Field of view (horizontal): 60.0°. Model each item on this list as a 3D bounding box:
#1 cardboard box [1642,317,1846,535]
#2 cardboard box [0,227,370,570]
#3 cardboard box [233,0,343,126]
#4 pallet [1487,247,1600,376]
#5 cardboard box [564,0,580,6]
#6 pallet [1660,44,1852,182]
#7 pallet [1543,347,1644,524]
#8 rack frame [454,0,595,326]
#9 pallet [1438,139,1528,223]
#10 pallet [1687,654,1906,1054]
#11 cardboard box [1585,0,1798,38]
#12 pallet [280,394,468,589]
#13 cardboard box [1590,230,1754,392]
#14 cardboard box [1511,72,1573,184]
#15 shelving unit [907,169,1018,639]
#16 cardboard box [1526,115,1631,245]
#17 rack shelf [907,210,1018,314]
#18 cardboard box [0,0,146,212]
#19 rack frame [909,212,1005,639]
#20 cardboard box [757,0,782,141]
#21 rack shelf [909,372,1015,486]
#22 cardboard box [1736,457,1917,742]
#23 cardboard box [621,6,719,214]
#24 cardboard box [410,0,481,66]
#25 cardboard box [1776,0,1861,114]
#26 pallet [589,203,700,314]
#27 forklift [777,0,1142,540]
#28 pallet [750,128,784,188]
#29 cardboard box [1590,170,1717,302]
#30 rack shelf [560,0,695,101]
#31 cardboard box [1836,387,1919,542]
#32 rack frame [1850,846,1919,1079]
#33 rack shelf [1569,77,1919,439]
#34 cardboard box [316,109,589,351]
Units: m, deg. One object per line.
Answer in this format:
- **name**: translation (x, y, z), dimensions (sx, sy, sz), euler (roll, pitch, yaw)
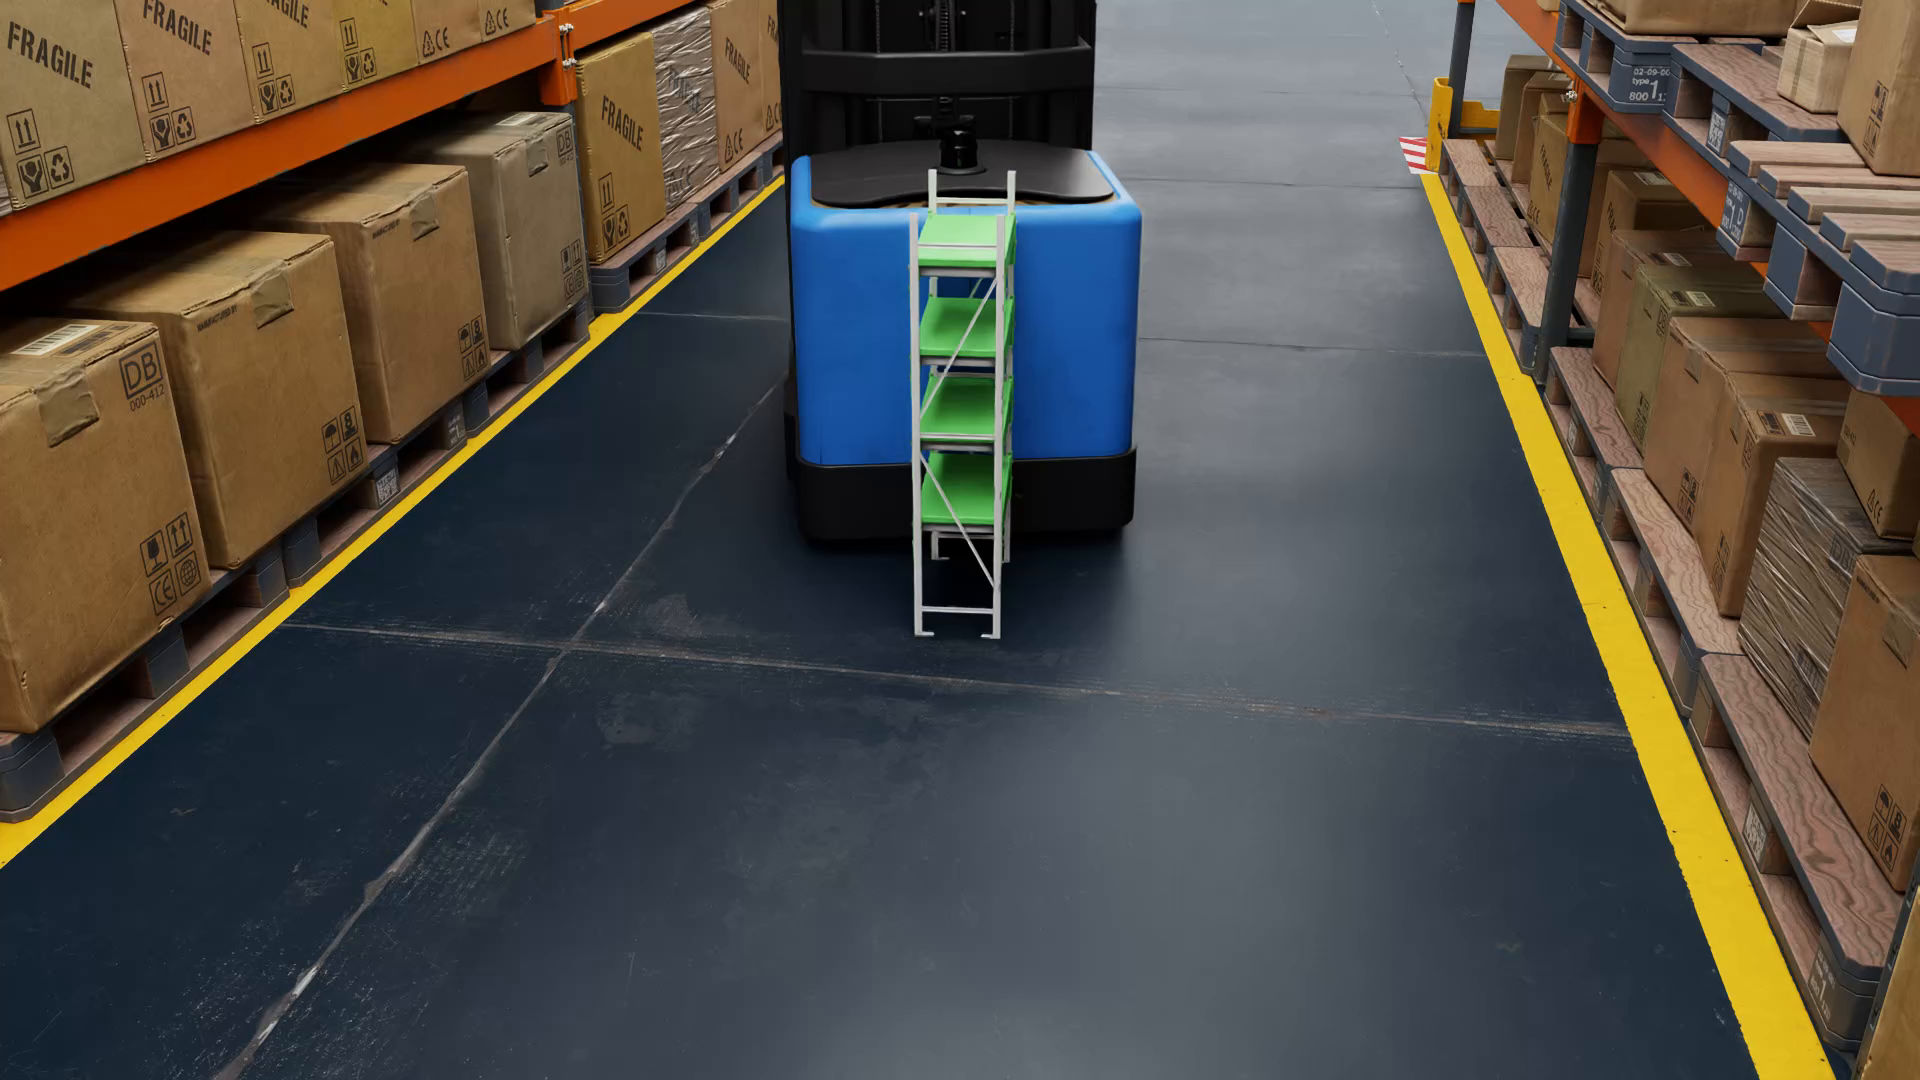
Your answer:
- **cardboard box**: translation (2.459, -0.328, 4.843), dimensions (0.700, 0.500, 0.500), euler (2, 25, 4)
- **cardboard box**: translation (-2.434, -0.447, 4.826), dimensions (1.050, 0.750, 0.750), euler (4, 25, 9)
- **cardboard box**: translation (-2.176, -1.508, 4.815), dimensions (0.500, 0.500, 0.500), euler (4, 25, 8)
- **pallet**: translation (2.843, -0.969, 7.071), dimensions (1.003, 0.211, 1.213), euler (4, 25, 9)
- **cardboard box**: translation (-2.060, -2.558, 6.999), dimensions (0.875, 0.550, 0.550), euler (4, 25, 9)
- **pallet**: translation (2.398, -1.020, 4.116), dimensions (1.003, 0.211, 1.213), euler (4, 25, 9)
- **pallet**: translation (2.642, -0.360, 5.770), dimensions (1.003, 0.211, 1.213), euler (4, 25, 9)
- **rack frame**: translation (-2.109, -2.335, 6.699), dimensions (1.000, 3.000, 0.127), euler (4, 25, 9)
- **pallet**: translation (3.242, -1.990, 9.252), dimensions (1.003, 0.211, 1.213), euler (4, 25, 9)
- **pallet**: translation (2.244, 0.660, 3.590), dimensions (1.003, 0.211, 1.213), euler (4, 25, 9)
- **cardboard box**: translation (2.500, -2.088, 4.970), dimensions (1.000, 1.000, 1.000), euler (4, 25, 9)
- **pallet**: translation (-2.357, -0.232, 5.497), dimensions (1.003, 0.211, 1.213), euler (4, 25, 9)
- **cardboard box**: translation (2.647, -0.761, 5.766), dimensions (0.700, 0.500, 0.500), euler (2, 25, 4)
- **cardboard box**: translation (3.239, -2.167, 8.795), dimensions (0.500, 0.500, 0.500), euler (11, 27, 22)
- **shelving unit**: translation (0.013, -0.376, 4.637), dimensions (0.258, 1.200, 0.503), euler (2, 25, 4)
- **cardboard box**: translation (2.983, -1.677, 7.747), dimensions (0.500, 0.500, 0.500), euler (2, 25, 4)
- **rack shelf**: translation (0.013, -0.753, 4.461), dimensions (0.258, 0.148, 0.480), euler (2, 25, 4)
- **cardboard box**: translation (-2.342, -1.089, 3.920), dimensions (0.500, 0.500, 0.500), euler (4, 25, 8)
- **rack frame**: translation (-0.007, -0.273, 4.417), dimensions (0.240, 1.200, 0.015), euler (2, 25, 4)
- **cardboard box**: translation (-1.501, -2.947, 10.019), dimensions (0.875, 0.875, 0.875), euler (4, 25, 9)
- **rack shelf**: translation (0.013, -0.318, 4.664), dimensions (0.258, 0.148, 0.480), euler (2, 25, 4)
- **cardboard box**: translation (2.282, 0.143, 3.837), dimensions (0.700, 0.500, 0.500), euler (2, 25, 4)
- **cardboard box**: translation (-1.793, -2.198, 8.418), dimensions (0.875, 0.875, 0.875), euler (4, 25, 9)
- **cardboard box**: translation (-2.013, -1.932, 5.721), dimensions (0.500, 0.500, 0.500), euler (4, 25, 8)
- **cardboard box**: translation (2.121, -1.121, 3.770), dimensions (0.396, 0.266, 0.258), euler (3, 25, 7)
- **pallet**: translation (-1.907, -1.384, 7.958), dimensions (1.003, 0.211, 1.213), euler (4, 25, 9)
- **forklift**: translation (-0.102, -1.918, 5.891), dimensions (1.130, 2.935, 3.031), euler (-2, 25, -5)
- **pallet**: translation (-1.508, -2.405, 10.139), dimensions (1.003, 0.211, 1.213), euler (4, 25, 9)
- **cardboard box**: translation (2.873, -1.171, 6.667), dimensions (0.500, 0.500, 0.500), euler (3, 25, 7)
- **rack shelf**: translation (-1.782, -2.845, 8.639), dimensions (1.077, 0.370, 4.000), euler (4, 25, 9)
- **cardboard box**: translation (2.271, -0.187, 3.657), dimensions (0.500, 0.250, 0.500), euler (7, 26, 14)
- **rack frame**: translation (2.111, -0.276, 2.301), dimensions (0.949, 2.616, 0.053), euler (4, 25, 9)
- **rack shelf**: translation (2.441, -0.786, 4.240), dimensions (1.077, 0.370, 4.000), euler (4, 25, 9)
- **cardboard box**: translation (-2.121, -1.240, 6.519), dimensions (1.050, 0.750, 0.750), euler (4, 25, 8)
